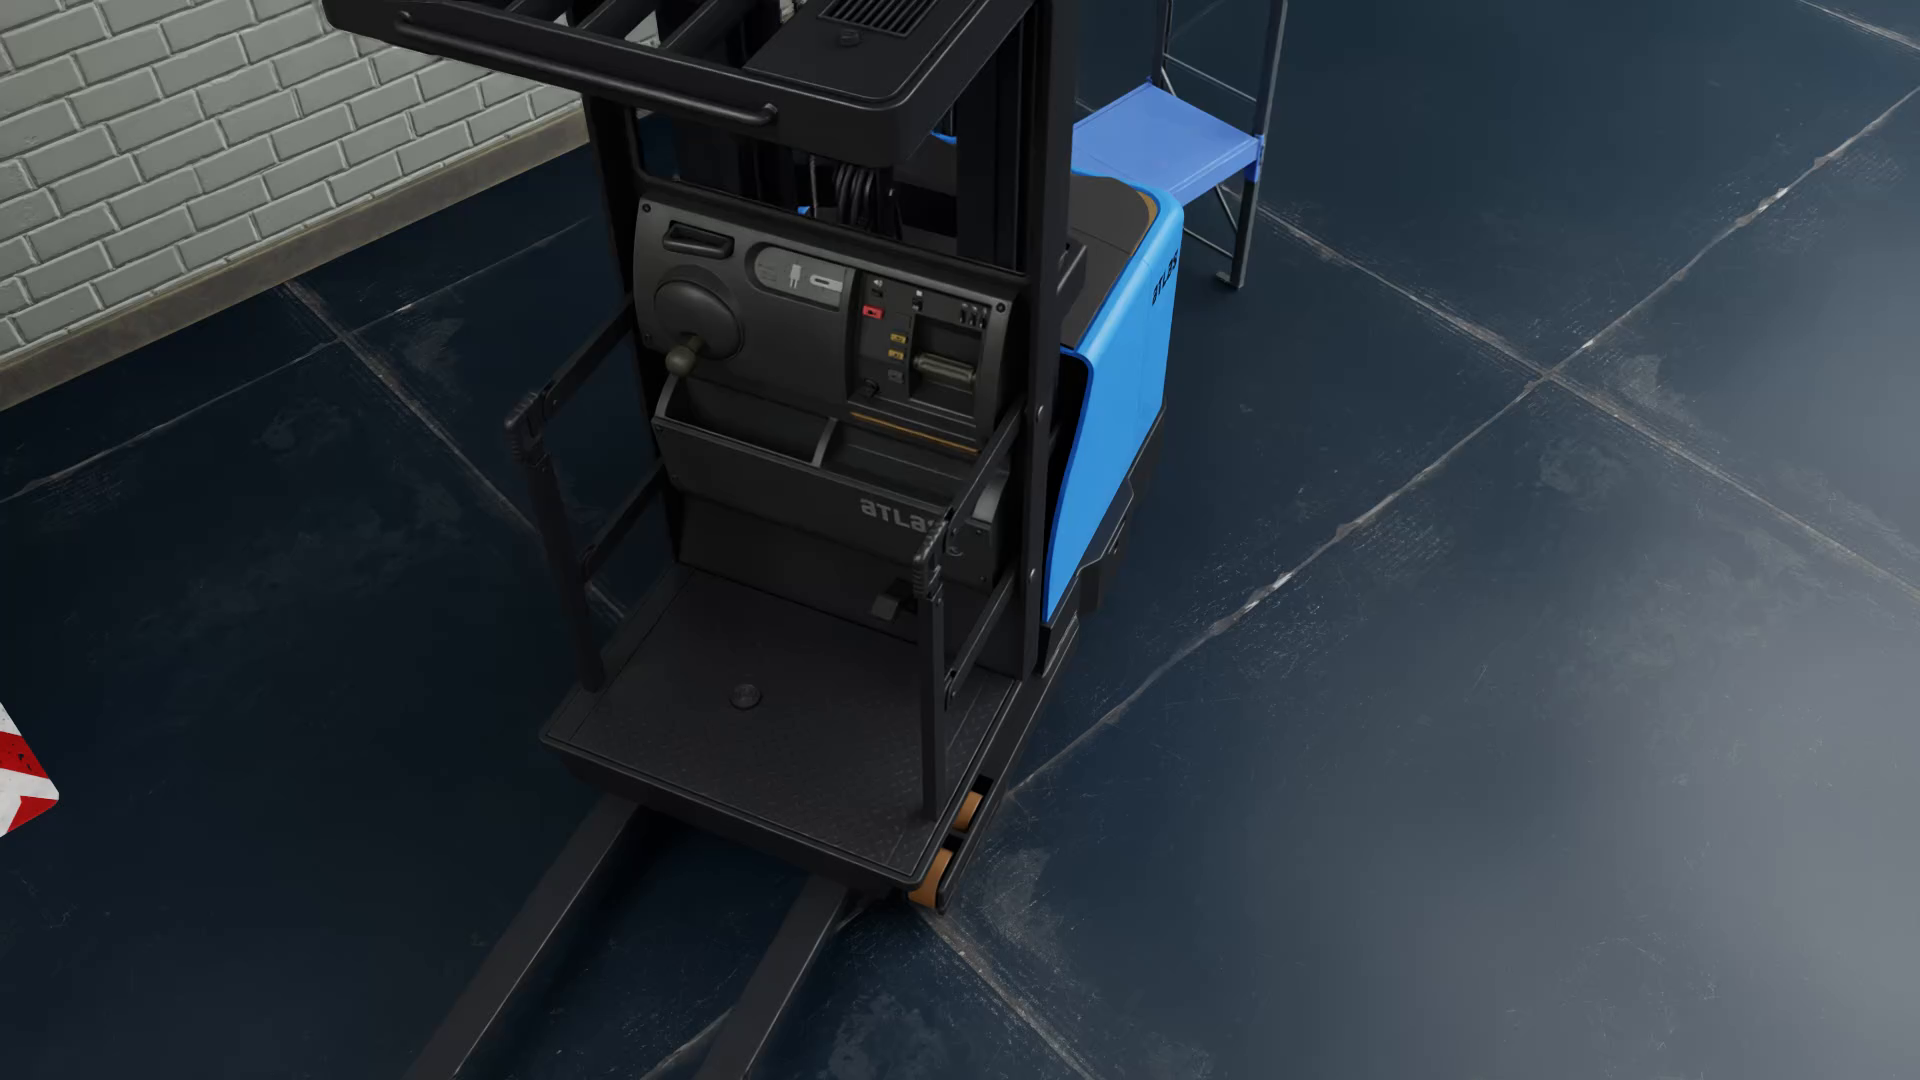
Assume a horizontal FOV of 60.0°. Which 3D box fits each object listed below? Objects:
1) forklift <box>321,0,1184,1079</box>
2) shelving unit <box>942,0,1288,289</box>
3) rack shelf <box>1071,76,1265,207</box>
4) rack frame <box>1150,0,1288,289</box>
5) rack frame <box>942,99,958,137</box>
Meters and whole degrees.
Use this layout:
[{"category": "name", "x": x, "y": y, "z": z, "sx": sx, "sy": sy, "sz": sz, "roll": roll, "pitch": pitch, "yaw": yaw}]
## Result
[{"category": "forklift", "x": -0.409, "y": -0.400, "z": 3.624, "sx": 1.130, "sy": 2.935, "sz": 3.031, "roll": 18, "pitch": 50, "yaw": 16}, {"category": "shelving unit", "x": 0.493, "y": -1.305, "z": 5.433, "sx": 1.048, "sy": 1.500, "sz": 0.538, "roll": -36, "pitch": 57, "yaw": -28}, {"category": "rack shelf", "x": 0.493, "y": -1.183, "z": 5.566, "sx": 1.000, "sy": 0.185, "sz": 0.538, "roll": -36, "pitch": 57, "yaw": -28}, {"category": "rack frame", "x": 0.856, "y": -1.566, "z": 5.675, "sx": 0.032, "sy": 1.500, "sz": 0.500, "roll": -36, "pitch": 57, "yaw": -28}, {"category": "rack frame", "x": 0.130, "y": -1.043, "z": 5.192, "sx": 0.032, "sy": 1.500, "sz": 0.500, "roll": -36, "pitch": 57, "yaw": -28}]
